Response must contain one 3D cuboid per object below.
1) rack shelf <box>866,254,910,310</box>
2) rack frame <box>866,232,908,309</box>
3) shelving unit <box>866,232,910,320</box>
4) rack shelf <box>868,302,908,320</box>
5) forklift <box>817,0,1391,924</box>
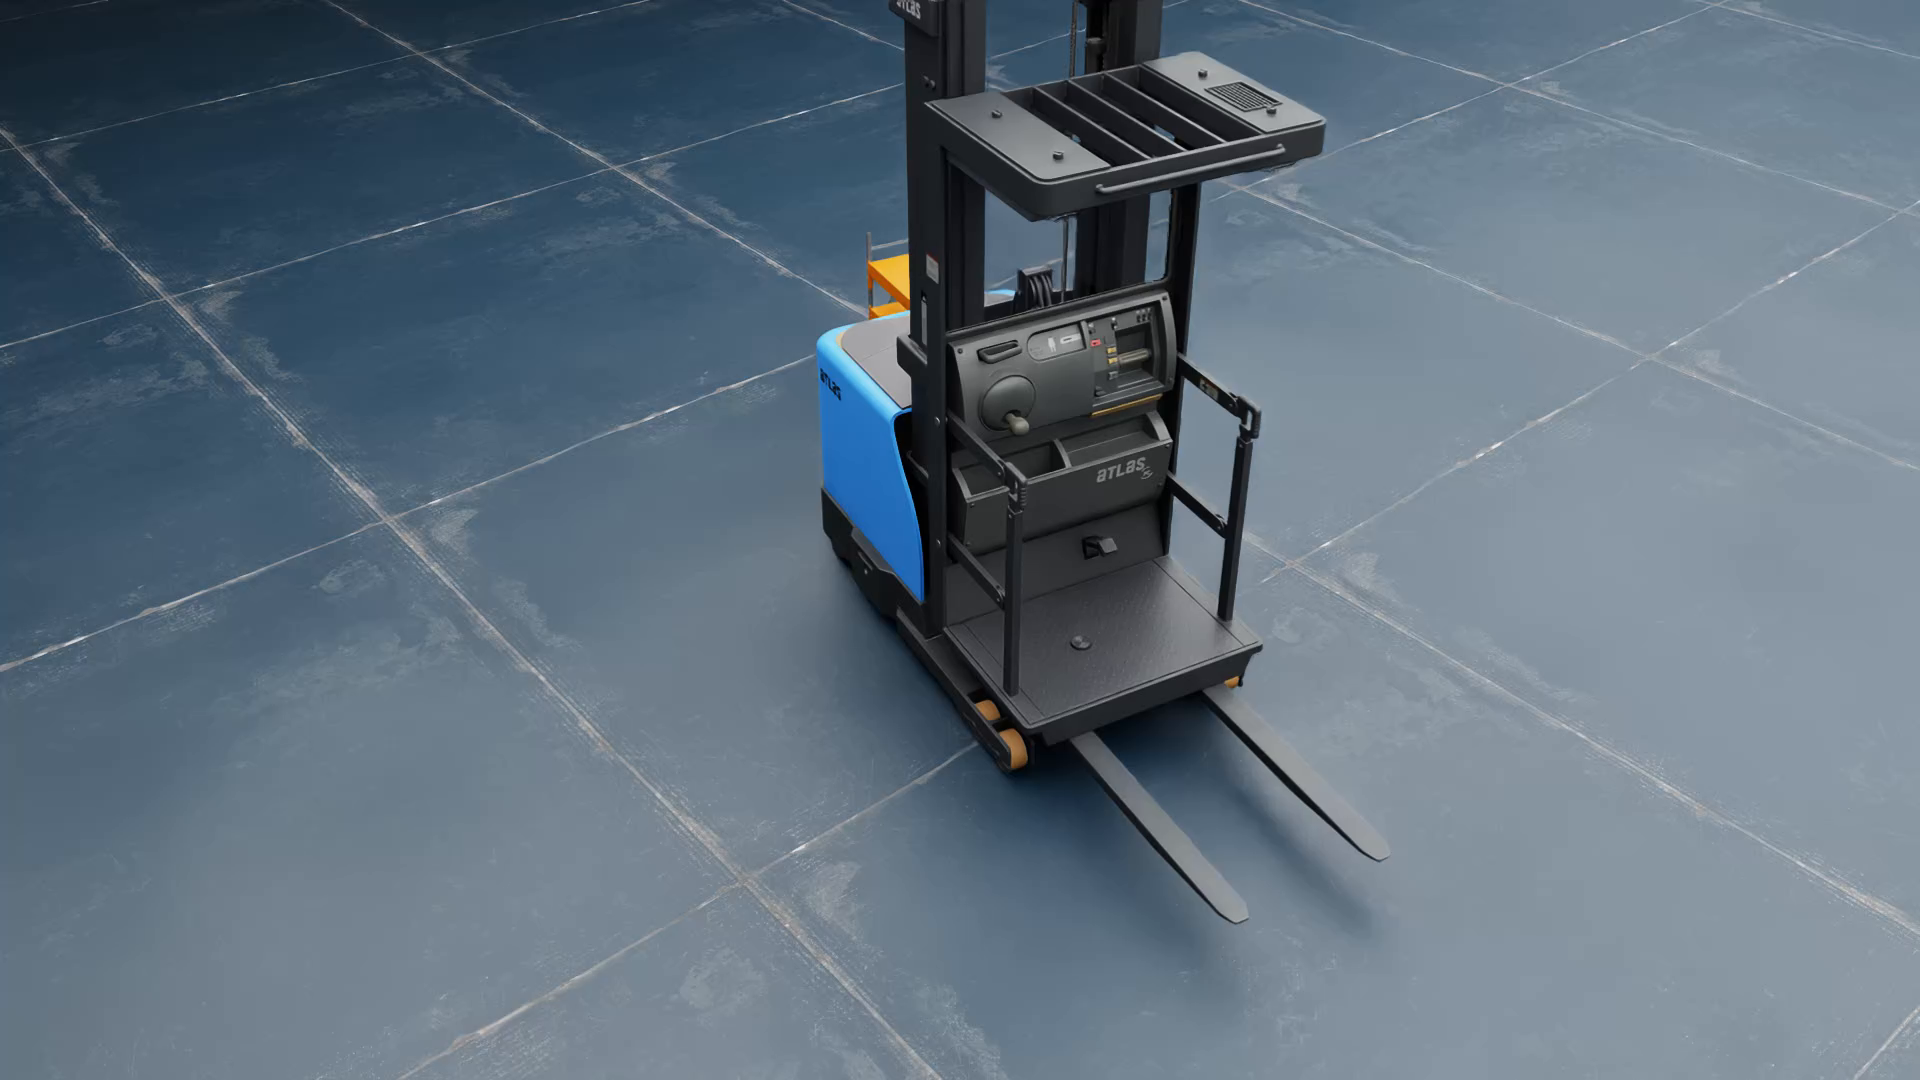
[{"bbox_3d":[-0.211,-1.154,7.662,0.258,0.148,0.480,-17,39,-23],"label":"rack shelf"},{"bbox_3d":[-0.326,-0.958,8.065,0.240,1.200,0.015,-17,39,-23],"label":"rack frame"},{"bbox_3d":[-0.211,-0.834,7.889,0.258,1.200,0.503,-17,39,-23],"label":"shelving unit"},{"bbox_3d":[-0.211,-0.961,7.799,0.258,0.148,0.480,-17,39,-23],"label":"rack shelf"},{"bbox_3d":[0.503,-0.594,6.053,1.130,2.935,3.031,-17,39,-23],"label":"forklift"}]
